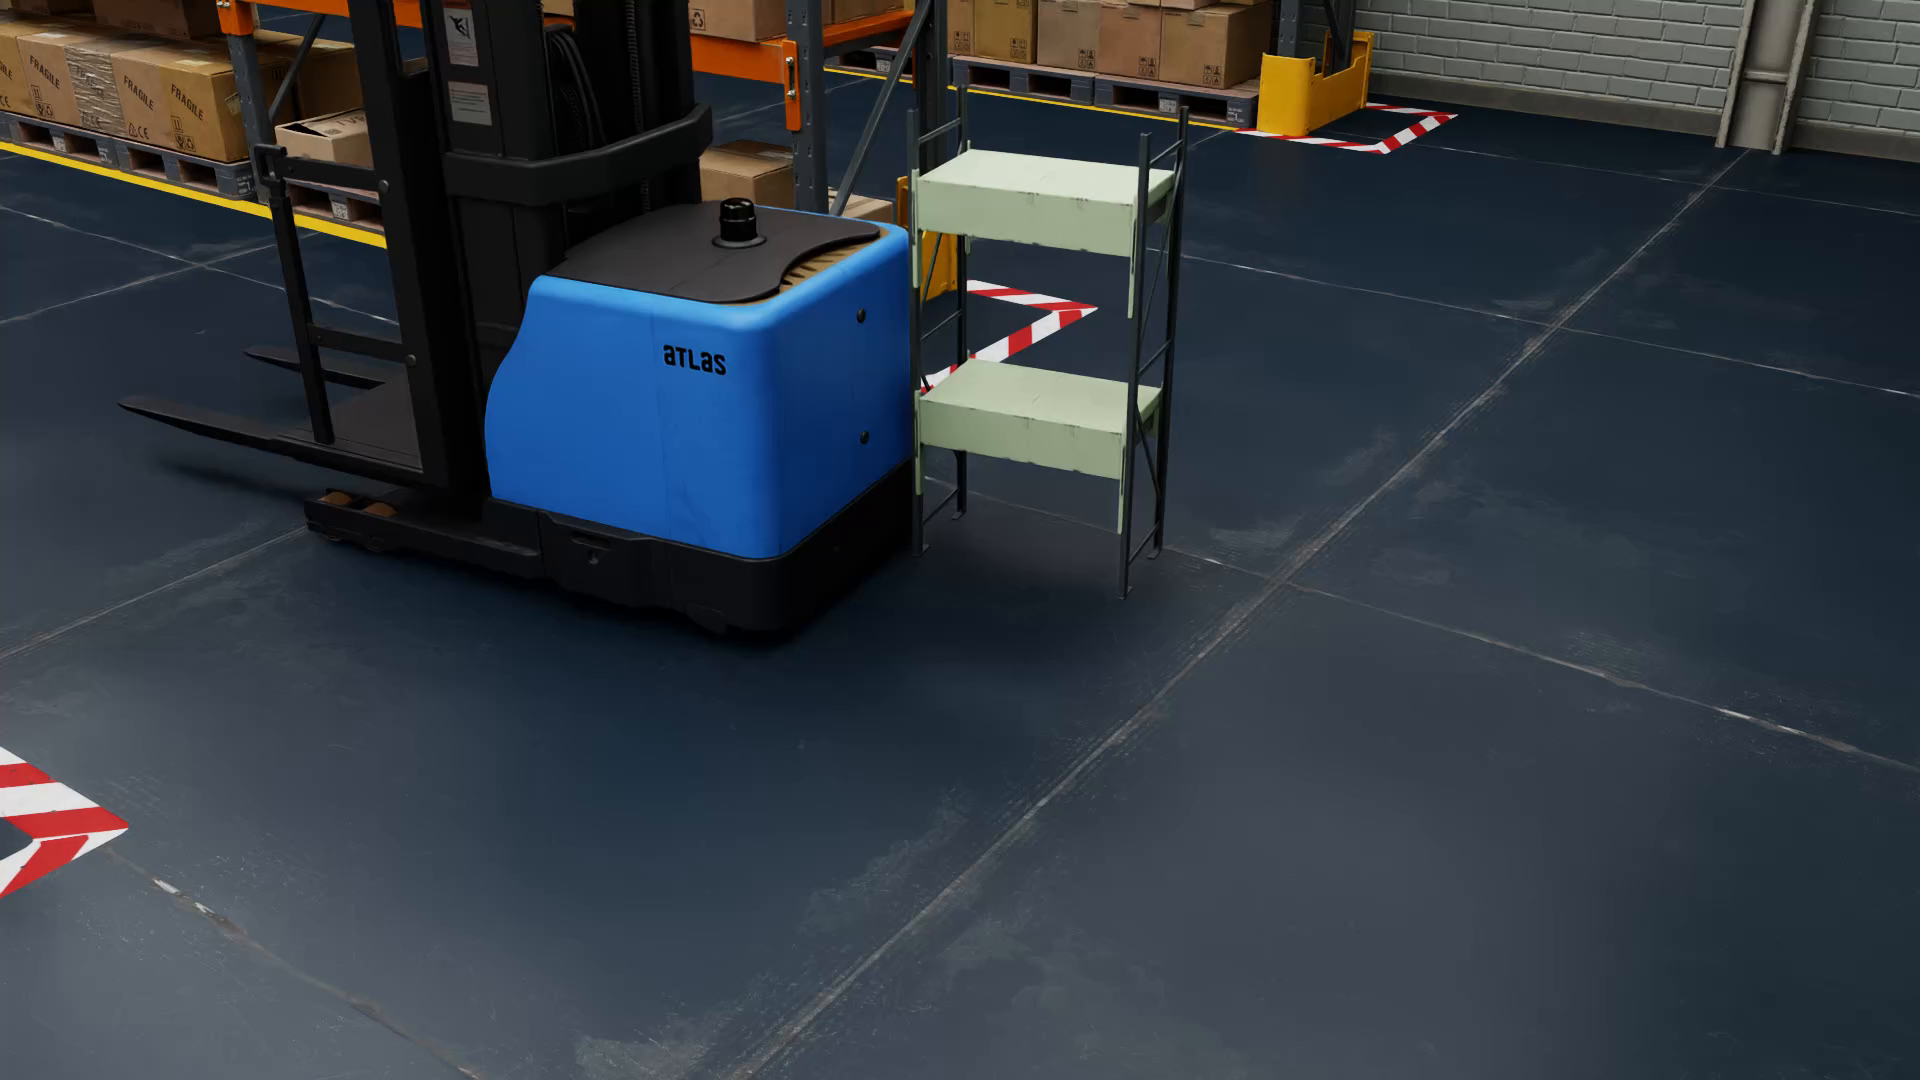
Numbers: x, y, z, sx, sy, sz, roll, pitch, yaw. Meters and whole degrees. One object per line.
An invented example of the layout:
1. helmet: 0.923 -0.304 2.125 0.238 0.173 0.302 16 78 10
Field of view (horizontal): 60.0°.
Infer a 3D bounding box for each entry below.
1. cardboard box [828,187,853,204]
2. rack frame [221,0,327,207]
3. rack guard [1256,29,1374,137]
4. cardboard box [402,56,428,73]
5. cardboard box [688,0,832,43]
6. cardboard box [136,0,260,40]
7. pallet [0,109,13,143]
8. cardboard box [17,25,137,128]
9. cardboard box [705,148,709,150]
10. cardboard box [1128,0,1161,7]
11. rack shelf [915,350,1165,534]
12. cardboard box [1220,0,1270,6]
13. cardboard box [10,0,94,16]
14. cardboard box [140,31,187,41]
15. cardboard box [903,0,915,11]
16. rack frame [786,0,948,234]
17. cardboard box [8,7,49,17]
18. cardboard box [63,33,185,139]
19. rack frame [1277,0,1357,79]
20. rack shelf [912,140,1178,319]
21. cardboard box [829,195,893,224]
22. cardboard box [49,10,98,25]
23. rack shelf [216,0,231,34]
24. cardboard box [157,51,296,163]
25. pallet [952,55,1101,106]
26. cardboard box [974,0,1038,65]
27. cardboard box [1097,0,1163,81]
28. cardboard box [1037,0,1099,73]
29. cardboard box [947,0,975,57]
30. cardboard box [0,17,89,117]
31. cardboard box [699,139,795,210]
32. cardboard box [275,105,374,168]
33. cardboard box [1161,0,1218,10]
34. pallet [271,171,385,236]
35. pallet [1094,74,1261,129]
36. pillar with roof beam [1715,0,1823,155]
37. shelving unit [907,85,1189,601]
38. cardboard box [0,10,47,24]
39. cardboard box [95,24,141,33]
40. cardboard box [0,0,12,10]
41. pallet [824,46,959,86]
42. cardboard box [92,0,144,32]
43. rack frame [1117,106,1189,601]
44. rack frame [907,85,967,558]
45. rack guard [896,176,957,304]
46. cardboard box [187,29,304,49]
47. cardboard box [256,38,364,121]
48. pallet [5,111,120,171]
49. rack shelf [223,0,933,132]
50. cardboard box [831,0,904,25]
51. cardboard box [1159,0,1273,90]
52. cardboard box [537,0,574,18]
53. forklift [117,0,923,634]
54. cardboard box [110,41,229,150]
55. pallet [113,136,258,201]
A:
1. cardboard box: -0.744 -1.638 8.300 0.250 0.166 0.380 17 32 30
2. rack frame: -3.684 -3.431 9.185 0.127 3.000 1.000 17 32 30
3. rack guard: 2.434 -3.137 11.363 0.348 0.500 1.175 17 32 30
4. cardboard box: -3.054 -2.473 9.573 0.500 0.500 0.500 17 32 30
5. cardboard box: -0.910 -2.462 7.170 0.500 0.500 0.500 18 32 32
6. cardboard box: -4.769 -3.320 10.410 0.500 0.250 0.500 17 32 30
7. pallet: -6.387 -3.010 11.432 1.213 0.211 1.003 17 32 30
8. cardboard box: -5.490 -2.922 10.455 0.500 0.500 0.500 16 31 29
9. cardboard box: -1.499 -1.877 8.678 0.500 0.250 0.500 17 32 30
10. cardboard box: 1.361 -3.792 11.472 0.250 0.149 0.380 18 32 32
11. rack shelf: 0.266 -0.334 5.471 0.720 0.370 0.431 11 29 21
12. cardboard box: 1.997 -3.804 11.496 0.250 0.149 0.380 18 32 31
13. cardboard box: -6.029 -3.709 11.176 0.500 0.250 0.500 19 32 32
14. cardboard box: -4.799 -2.993 10.594 0.500 0.500 0.500 18 32 31
15. cardboard box: -0.324 -4.127 12.845 0.500 0.500 0.700 18 32 31
16. rack frame: -0.387 -2.404 7.167 0.127 3.000 1.000 17 32 30
17. cardboard box: -6.078 -3.388 11.371 0.500 0.500 0.500 19 32 32
18. cardboard box: -5.069 -2.792 10.200 0.500 0.500 0.500 18 32 31
19. rack frame: 2.414 -4.257 10.808 0.127 3.000 1.000 17 32 30
20. rack shelf: 0.266 -0.972 5.146 0.720 0.370 0.431 11 29 21
21. cardboard box: -0.538 -1.566 8.178 0.250 0.149 0.380 17 32 30
22. cardboard box: -5.651 -3.255 11.110 0.500 0.500 0.500 16 31 29
23. rack shelf: -5.333 -3.624 10.358 4.000 0.370 1.077 17 32 30
24. cardboard box: -4.253 -2.533 9.691 0.500 0.500 0.500 17 32 30
25. pallet: 0.710 -3.504 12.403 1.213 0.211 1.003 17 32 30
26. cardboard box: 0.510 -3.864 12.329 0.500 0.500 0.700 18 32 31
27. cardboard box: 1.368 -3.601 11.812 0.500 0.500 0.700 17 32 30
28. cardboard box: 0.953 -3.730 12.065 0.500 0.500 0.700 16 31 29
29. cardboard box: 0.088 -3.997 12.589 0.500 0.500 0.700 17 32 30
30. cardboard box: -5.923 -3.054 10.714 0.500 0.500 0.500 17 31 30
31. cardboard box: -0.975 -1.534 7.728 0.500 0.500 0.500 17 32 30
32. cardboard box: -3.461 -2.240 9.325 0.500 0.311 0.500 17 32 30
33. cardboard box: 1.572 -3.727 11.343 0.250 0.149 0.380 17 31 30
34. pallet: -3.119 -2.012 9.471 1.213 0.211 1.003 17 32 30
35. pallet: 1.711 -3.190 11.786 1.213 0.211 1.003 17 32 30
36. pillar with roof beam: 2.692 -4.951 5.558 0.400 9.000 9.100 17 32 30
37. shelving unit: 0.266 -0.624 5.323 0.755 1.500 0.431 11 29 21
38. cardboard box: -6.333 -3.184 10.971 0.500 0.500 0.500 16 31 29
39. cardboard box: -5.215 -3.123 10.850 0.500 0.500 0.500 16 31 28
40. cardboard box: -7.247 -3.914 12.085 0.500 0.311 0.500 19 32 32
41. pallet: -0.300 -3.817 13.018 1.213 0.211 1.003 17 32 30
42. cardboard box: -5.183 -3.448 10.663 0.500 0.250 0.500 17 31 29
43. rack frame: 0.600 -0.556 5.189 0.023 1.500 0.400 11 29 21
44. rack frame: -0.068 -0.692 5.456 0.023 1.500 0.400 11 29 21
45. rack guard: -0.450 -1.310 7.772 0.348 0.500 1.175 17 32 30
46. cardboard box: -4.391 -2.862 10.337 0.500 0.500 0.500 18 32 31
47. cardboard box: -3.945 -2.729 10.076 0.500 0.500 0.500 16 31 28
48. pallet: -5.386 -2.696 10.816 1.213 0.211 1.003 17 32 30
49. rack shelf: -2.036 -2.597 8.339 4.000 0.370 1.077 17 32 30
50. cardboard box: -0.604 -2.661 7.562 0.500 0.500 0.500 18 32 31
51. cardboard box: 1.781 -3.473 11.559 0.500 0.500 0.700 17 32 30
52. cardboard box: -1.748 -2.724 7.685 0.500 0.500 0.500 18 32 31
53. forklift: -1.683 -1.464 5.395 3.031 2.935 1.130 12 30 23
54. cardboard box: -4.656 -2.663 9.947 0.500 0.500 0.500 17 32 30
55. pallet: -4.376 -2.383 10.200 1.213 0.211 1.003 17 32 30
